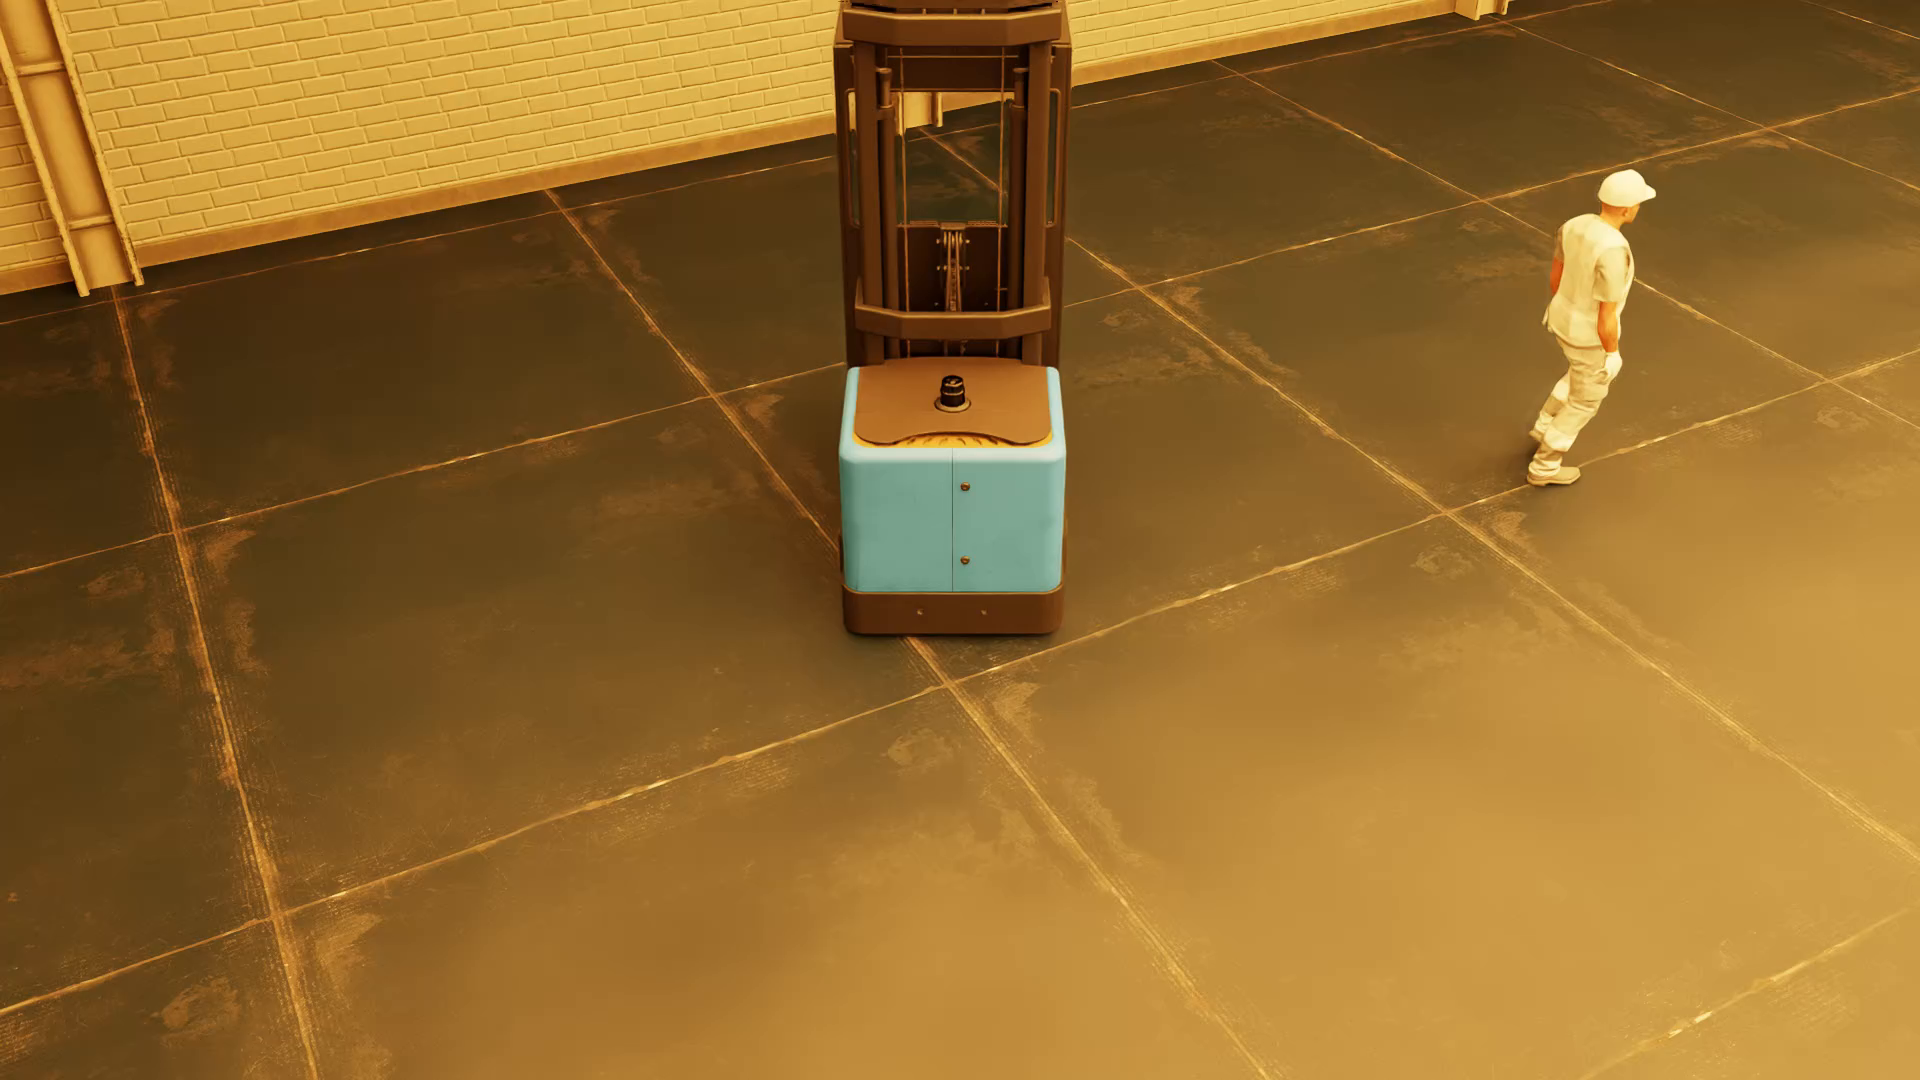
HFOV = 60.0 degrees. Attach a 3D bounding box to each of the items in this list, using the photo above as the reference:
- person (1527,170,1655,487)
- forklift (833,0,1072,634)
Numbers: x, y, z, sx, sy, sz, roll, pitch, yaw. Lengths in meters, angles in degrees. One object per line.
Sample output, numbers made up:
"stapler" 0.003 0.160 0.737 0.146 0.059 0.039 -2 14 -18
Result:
"person" 3.319 -1.095 8.693 0.474 1.780 0.673 -6 36 -9
"forklift" -0.034 -1.565 8.337 1.130 2.935 3.031 0 35 0
